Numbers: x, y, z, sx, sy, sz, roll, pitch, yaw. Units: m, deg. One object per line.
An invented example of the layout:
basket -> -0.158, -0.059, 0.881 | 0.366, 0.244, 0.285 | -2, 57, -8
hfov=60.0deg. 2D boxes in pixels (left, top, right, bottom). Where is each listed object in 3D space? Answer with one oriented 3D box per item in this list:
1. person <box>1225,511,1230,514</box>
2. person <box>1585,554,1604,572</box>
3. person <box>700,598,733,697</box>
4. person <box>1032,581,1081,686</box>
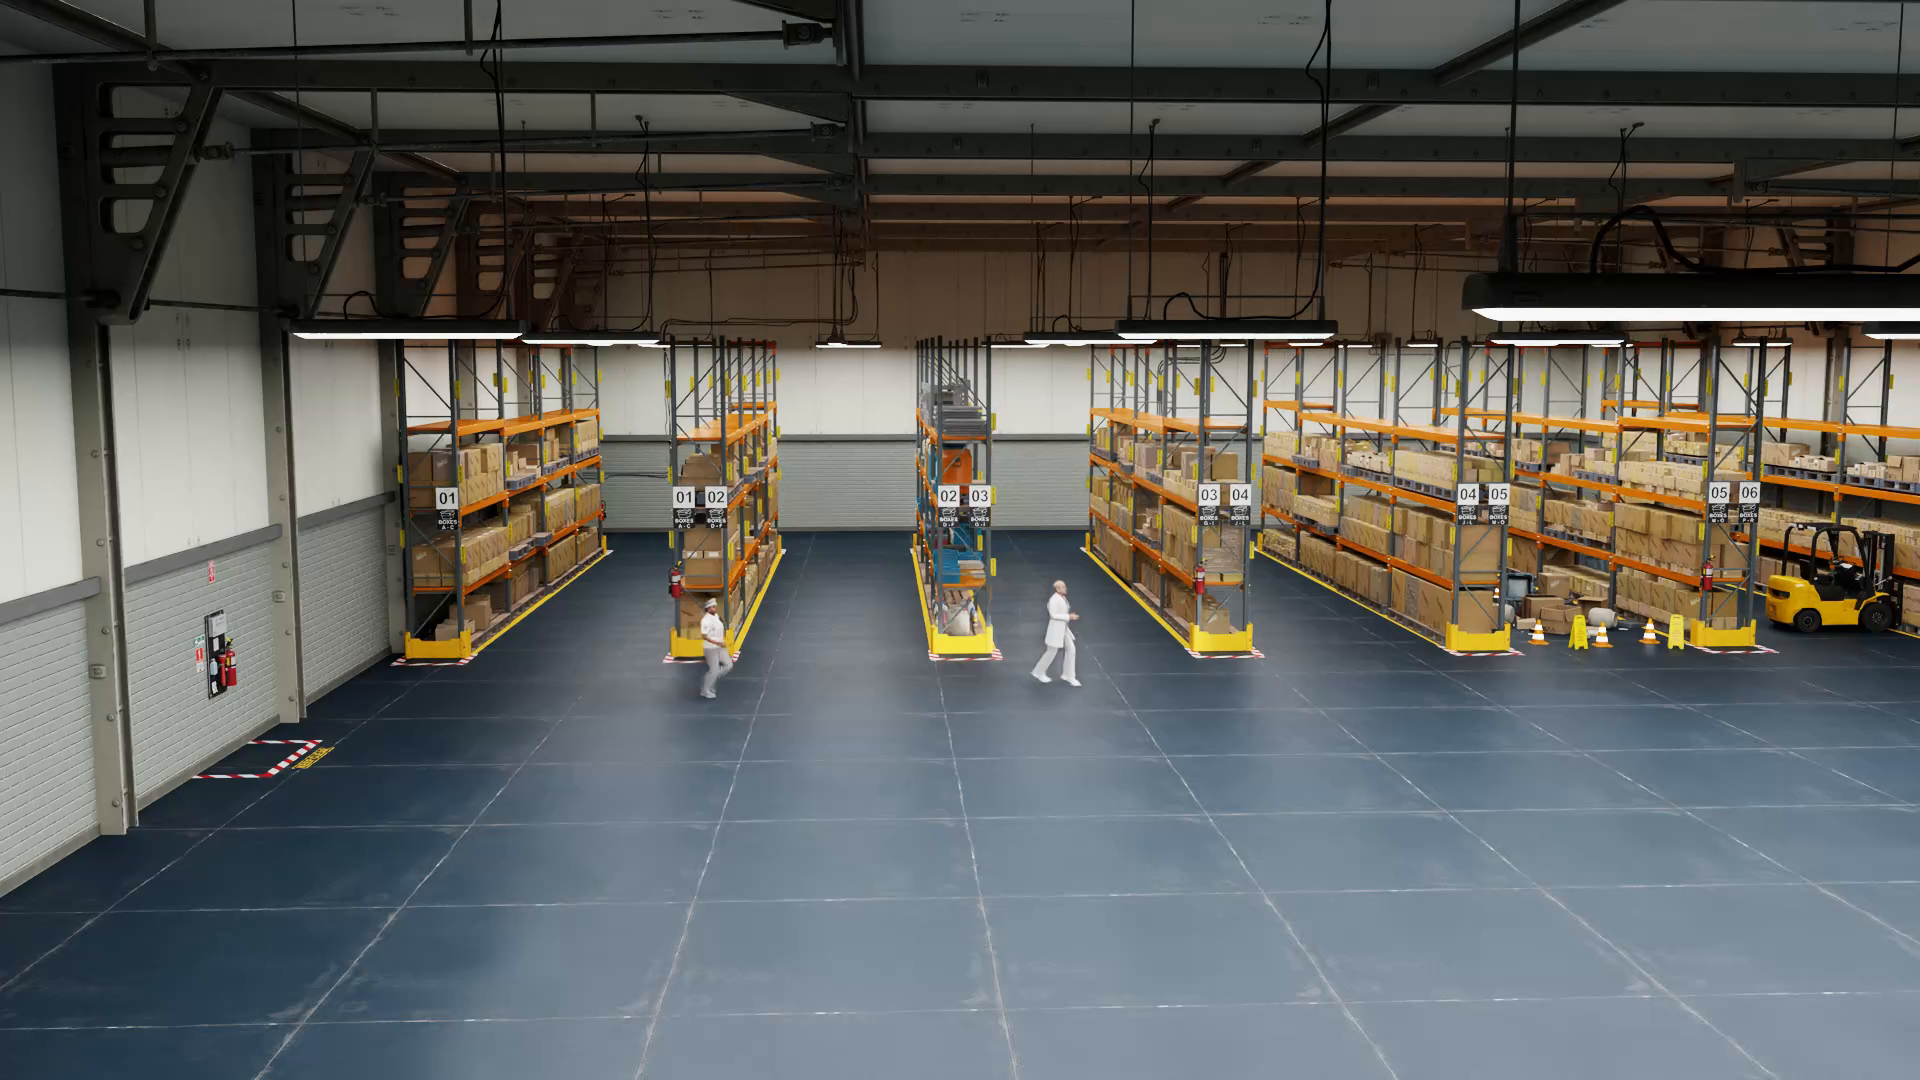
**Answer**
person -> 7.446, -0.387, 46.808 | 0.653, 1.600, 0.646 | 1, 7, 11
person -> 15.831, 0.141, 41.386 | 0.677, 1.823, 0.738 | -1, 7, -6
person -> -4.054, 1.776, 27.549 | 0.541, 1.661, 0.582 | 3, 7, 21
person -> 1.646, 1.603, 28.535 | 0.870, 1.827, 0.676 | 3, 7, 25
